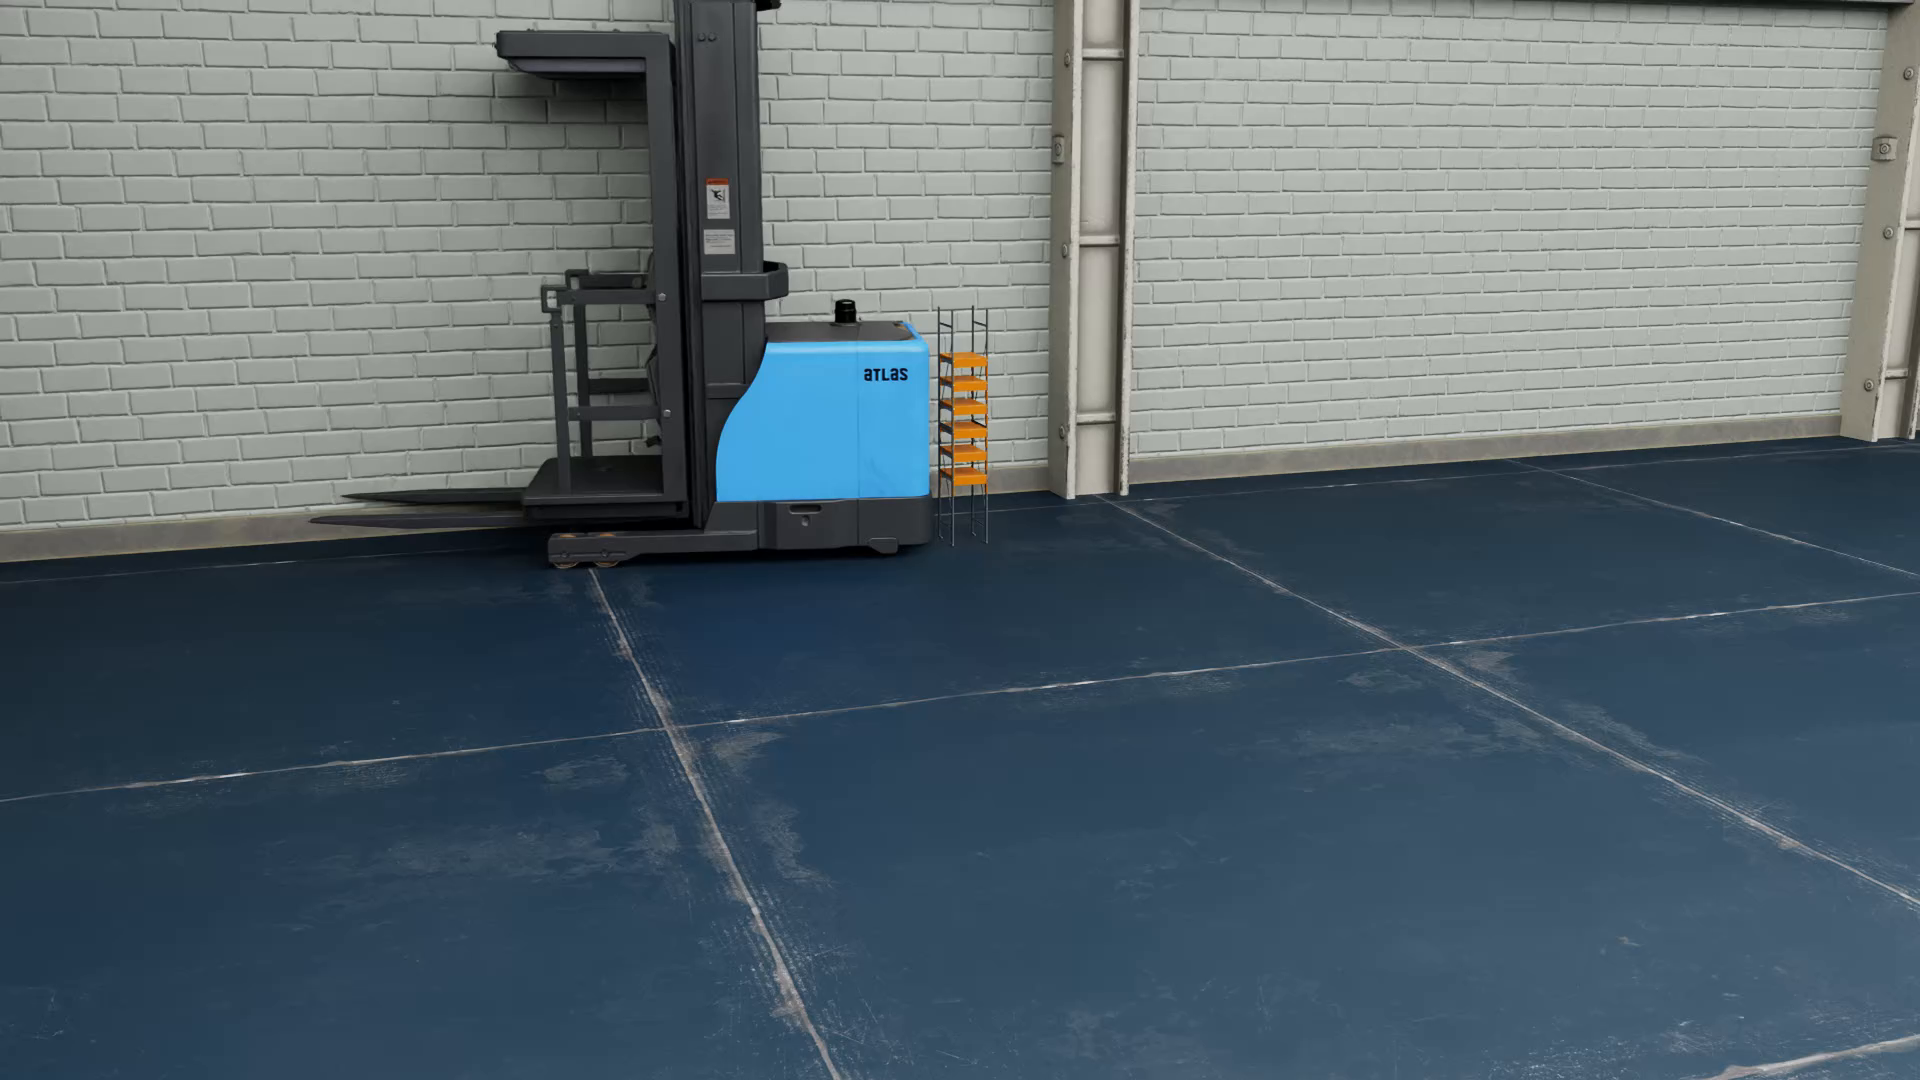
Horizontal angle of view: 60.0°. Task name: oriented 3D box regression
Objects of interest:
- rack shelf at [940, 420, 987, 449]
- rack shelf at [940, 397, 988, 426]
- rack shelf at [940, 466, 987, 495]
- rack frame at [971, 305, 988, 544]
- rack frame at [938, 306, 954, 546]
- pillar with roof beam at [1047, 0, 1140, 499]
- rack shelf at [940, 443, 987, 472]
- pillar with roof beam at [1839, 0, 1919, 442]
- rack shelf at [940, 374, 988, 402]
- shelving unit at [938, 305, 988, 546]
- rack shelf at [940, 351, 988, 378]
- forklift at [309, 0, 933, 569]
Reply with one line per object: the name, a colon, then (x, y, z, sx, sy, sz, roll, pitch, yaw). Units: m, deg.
rack shelf: (0.014, -0.542, 8.519, 0.180, 0.103, 0.258, -4, 14, -18)
rack shelf: (0.014, -0.658, 8.491, 0.180, 0.103, 0.258, -4, 14, -18)
rack shelf: (0.014, -0.308, 8.574, 0.180, 0.103, 0.258, -4, 14, -18)
rack frame: (0.100, -0.592, 8.537, 0.006, 1.200, 0.240, -4, 14, -18)
rack frame: (-0.073, -0.578, 8.480, 0.006, 1.200, 0.240, -4, 14, -18)
pillar with roof beam: (2.128, -3.719, 4.830, 0.400, 9.000, 9.100, -4, 14, -18)
rack shelf: (0.014, -0.425, 8.546, 0.180, 0.103, 0.258, -4, 14, -18)
pillar with roof beam: (7.815, -4.162, 6.692, 0.400, 9.000, 9.100, -4, 14, -18)
rack shelf: (0.014, -0.775, 8.463, 0.180, 0.103, 0.258, -4, 14, -18)
shelving unit: (0.014, -0.585, 8.508, 0.189, 1.200, 0.258, -4, 14, -18)
rack shelf: (0.014, -0.892, 8.435, 0.180, 0.103, 0.258, -4, 14, -18)
forklift: (-1.691, -1.416, 8.260, 3.031, 2.935, 1.130, -2, 13, -6)
